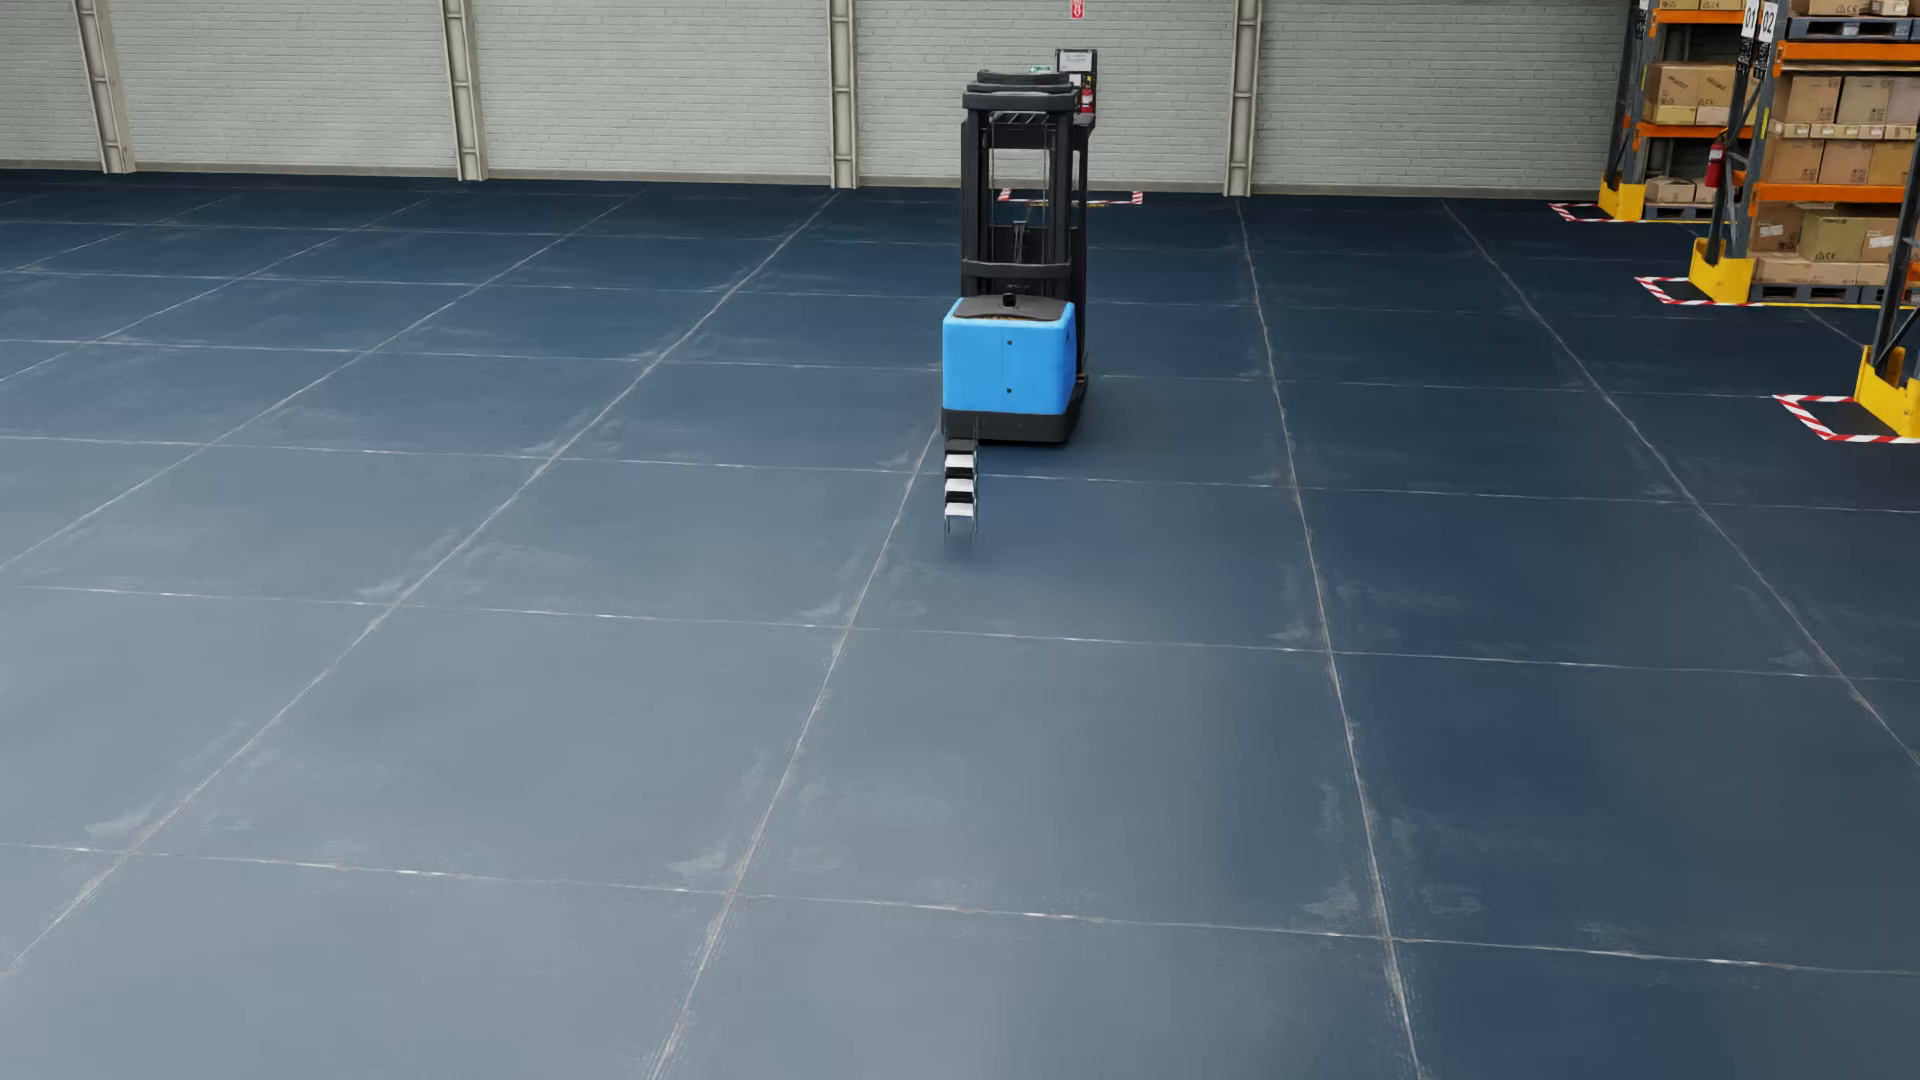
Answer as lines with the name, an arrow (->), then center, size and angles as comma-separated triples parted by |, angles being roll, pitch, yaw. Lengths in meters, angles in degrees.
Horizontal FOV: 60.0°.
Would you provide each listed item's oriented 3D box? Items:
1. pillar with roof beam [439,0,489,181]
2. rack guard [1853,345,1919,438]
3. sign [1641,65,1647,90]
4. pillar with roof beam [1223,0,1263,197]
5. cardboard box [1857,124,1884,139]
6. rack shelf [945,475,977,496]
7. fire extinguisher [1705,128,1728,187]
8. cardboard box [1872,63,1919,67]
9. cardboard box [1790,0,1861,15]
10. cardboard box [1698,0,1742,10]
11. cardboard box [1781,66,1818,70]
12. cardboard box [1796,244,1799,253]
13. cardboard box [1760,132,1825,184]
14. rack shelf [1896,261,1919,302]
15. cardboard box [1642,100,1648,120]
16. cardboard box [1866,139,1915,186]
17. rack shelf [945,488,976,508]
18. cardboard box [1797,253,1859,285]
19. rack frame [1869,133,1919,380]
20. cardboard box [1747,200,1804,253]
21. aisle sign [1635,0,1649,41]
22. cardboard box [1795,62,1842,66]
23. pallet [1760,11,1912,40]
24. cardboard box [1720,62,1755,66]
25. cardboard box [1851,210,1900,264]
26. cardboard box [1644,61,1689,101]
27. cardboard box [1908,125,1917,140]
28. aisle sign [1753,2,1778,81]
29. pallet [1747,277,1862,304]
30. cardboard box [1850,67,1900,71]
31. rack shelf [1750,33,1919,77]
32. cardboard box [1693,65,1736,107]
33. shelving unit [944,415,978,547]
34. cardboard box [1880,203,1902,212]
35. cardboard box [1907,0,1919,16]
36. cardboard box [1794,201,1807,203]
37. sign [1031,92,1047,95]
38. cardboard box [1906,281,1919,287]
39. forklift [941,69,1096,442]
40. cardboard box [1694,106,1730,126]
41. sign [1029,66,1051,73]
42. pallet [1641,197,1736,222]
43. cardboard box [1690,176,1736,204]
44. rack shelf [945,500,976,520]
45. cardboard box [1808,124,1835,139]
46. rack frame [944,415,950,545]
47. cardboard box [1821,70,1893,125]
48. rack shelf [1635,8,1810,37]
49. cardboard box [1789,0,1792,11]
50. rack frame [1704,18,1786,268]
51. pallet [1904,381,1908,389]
pillar with roof beam -> -8.242, -8.356, 20.835 | 0.400, 9.000, 9.100 | 2, 22, 6
rack guard -> 8.257, -1.307, 14.567 | 0.348, 0.500, 1.175 | 2, 22, 6
sign -> 9.279, -6.278, 22.561 | 0.005, 0.325, 0.100 | 2, 22, 6
pillar with roof beam -> 3.674, -7.836, 19.522 | 0.400, 9.000, 9.100 | 2, 22, 6
cardboard box -> 9.888, -4.483, 18.182 | 0.250, 0.149, 0.380 | 2, 22, 5
rack shelf -> 0.008, -0.387, 11.786 | 0.200, 0.077, 0.258 | 2, 22, 6
fire extinguisher -> 8.700, -4.403, 19.102 | 0.183, 0.674, 0.296 | 2, 22, 6
cardboard box -> 12.872, -6.285, 22.914 | 0.500, 0.500, 0.500 | 2, 22, 5
cardboard box -> 9.333, -5.941, 17.906 | 0.637, 0.503, 0.797 | 4, 22, 10
cardboard box -> 10.174, -7.382, 22.289 | 0.500, 0.500, 0.500 | 4, 22, 10
cardboard box -> 11.297, -6.163, 22.607 | 0.500, 0.500, 0.500 | 3, 22, 8
cardboard box -> 9.828, -3.248, 19.245 | 0.500, 0.250, 0.500 | 2, 22, 6
cardboard box -> 9.225, -4.286, 18.565 | 0.500, 0.500, 0.700 | 3, 22, 6
rack shelf -> 10.163, -2.035, 13.986 | 4.000, 0.370, 1.077 | 2, 22, 6
cardboard box -> 9.829, -6.063, 23.373 | 0.500, 0.250, 0.500 | 3, 22, 7
cardboard box -> 10.240, -4.241, 18.452 | 0.500, 0.500, 0.700 | 3, 22, 7
rack shelf -> 0.008, -0.303, 11.819 | 0.200, 0.077, 0.258 | 2, 22, 6
cardboard box -> 9.766, -3.056, 18.759 | 0.500, 0.250, 0.500 | 2, 22, 6
rack frame -> 8.176, -2.456, 14.072 | 0.127, 3.000, 1.000 | 2, 22, 6
cardboard box -> 9.331, -3.615, 19.153 | 0.500, 0.500, 0.500 | 2, 22, 6
aisle sign -> 9.236, -7.176, 22.474 | 0.004, 0.787, 0.394 | 2, 22, 6
cardboard box -> 11.865, -6.332, 23.034 | 0.500, 0.500, 0.500 | 3, 22, 8
pallet -> 9.462, -5.578, 18.010 | 1.213, 0.211, 1.003 | 2, 22, 6
cardboard box -> 10.848, -6.372, 23.135 | 0.500, 0.500, 0.500 | 2, 22, 5
cardboard box -> 10.264, -3.387, 18.577 | 0.500, 0.500, 0.500 | 2, 22, 6
cardboard box -> 9.836, -6.419, 23.252 | 0.500, 0.500, 0.500 | 2, 22, 6
cardboard box -> 10.407, -4.462, 18.128 | 0.250, 0.149, 0.380 | 2, 22, 6
aisle sign -> 8.662, -5.364, 17.893 | 0.004, 0.787, 0.394 | 2, 22, 6
pallet -> 9.527, -2.950, 19.114 | 1.213, 0.211, 1.003 | 2, 22, 6
cardboard box -> 12.312, -6.115, 22.485 | 0.500, 0.500, 0.500 | 2, 22, 6
rack shelf -> 10.749, -5.238, 18.008 | 4.000, 0.370, 1.077 | 2, 22, 6
cardboard box -> 10.271, -6.206, 22.714 | 0.500, 0.500, 0.500 | 3, 22, 6
shelving unit -> 0.008, -0.418, 11.773 | 0.210, 0.900, 0.258 | 2, 22, 6
cardboard box -> 10.822, -3.555, 19.001 | 0.500, 0.500, 0.500 | 2, 22, 6
cardboard box -> 10.380, -5.795, 17.539 | 0.500, 0.500, 0.500 | 2, 22, 6
cardboard box -> 11.729, -4.855, 23.420 | 0.250, 0.149, 0.380 | 1, 22, 2
sign -> 1.195, -6.817, 25.055 | 0.234, 0.329, 0.001 | 2, 22, 6
cardboard box -> 10.759, -3.011, 18.645 | 0.500, 0.250, 0.500 | 2, 22, 6
forklift -> 0.592, -2.680, 14.732 | 1.130, 2.935, 3.031 | 3, 22, 9
cardboard box -> 10.307, -5.858, 22.855 | 0.500, 0.250, 0.500 | 2, 22, 5
sign -> 1.198, -7.060, 24.949 | 0.331, 0.109, 0.001 | 2, 22, 6
pallet -> 10.220, -4.725, 23.604 | 1.213, 0.211, 1.003 | 2, 22, 6
cardboard box -> 10.585, -4.940, 23.414 | 0.500, 0.311, 0.500 | 4, 22, 11
rack shelf -> 0.008, -0.220, 11.852 | 0.200, 0.077, 0.258 | 2, 22, 6
cardboard box -> 9.390, -4.506, 18.240 | 0.250, 0.149, 0.380 | 2, 22, 5
rack frame -> -0.093, -0.423, 11.785 | 0.006, 0.900, 0.240 | 2, 22, 6
cardboard box -> 9.801, -4.866, 18.268 | 0.500, 0.500, 0.700 | 2, 22, 5
rack shelf -> 11.329, -7.047, 22.583 | 4.000, 0.370, 1.077 | 2, 22, 6
cardboard box -> 11.225, -7.345, 22.197 | 0.500, 0.500, 0.500 | 4, 22, 10
rack frame -> 8.763, -4.264, 18.646 | 0.127, 3.000, 1.000 | 2, 22, 6
pallet -> 9.064, -1.136, 14.526 | 1.213, 0.211, 1.003 | 2, 22, 6
